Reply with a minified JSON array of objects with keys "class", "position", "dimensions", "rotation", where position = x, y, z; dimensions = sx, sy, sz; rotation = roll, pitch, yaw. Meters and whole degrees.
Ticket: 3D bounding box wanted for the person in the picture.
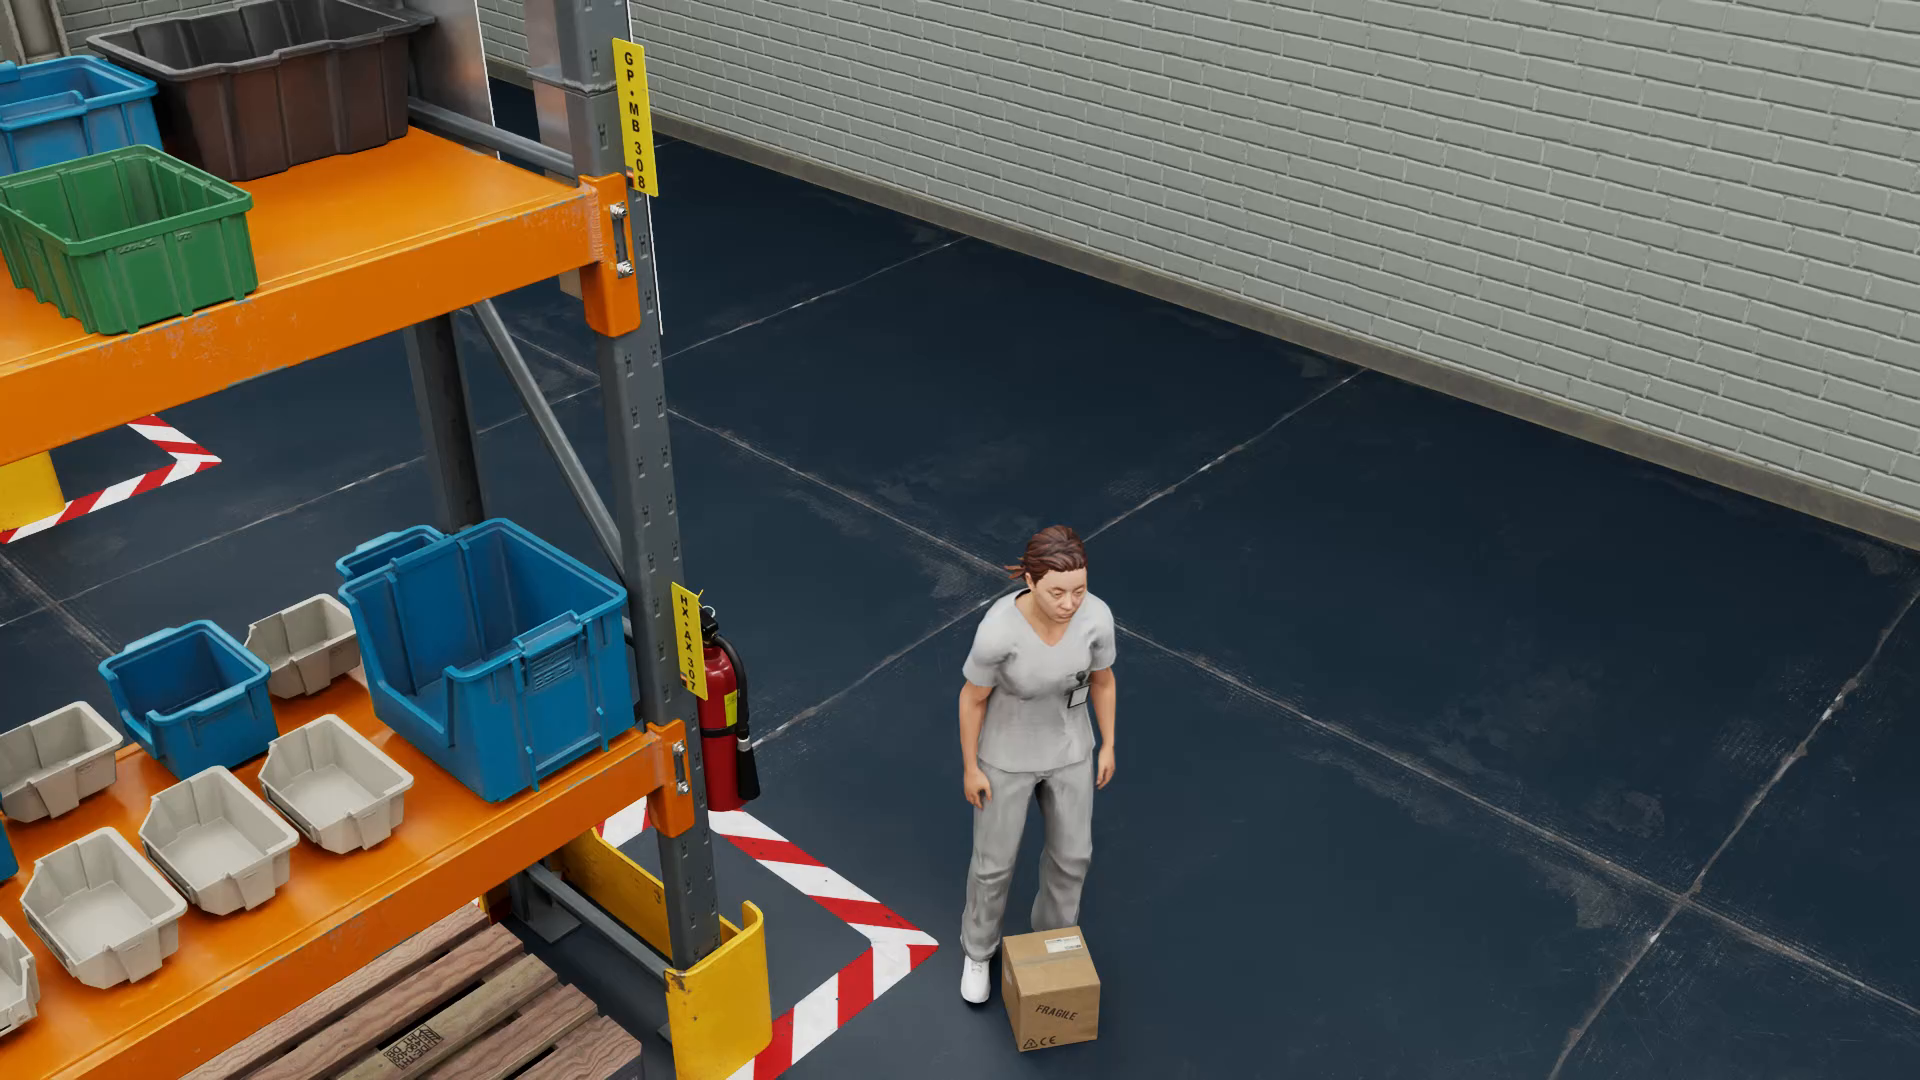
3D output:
[{"class":"person","position":[0.231,0.671,5.041],"dimensions":[0.514,1.668,0.363],"rotation":[-7,32,-12]}]
